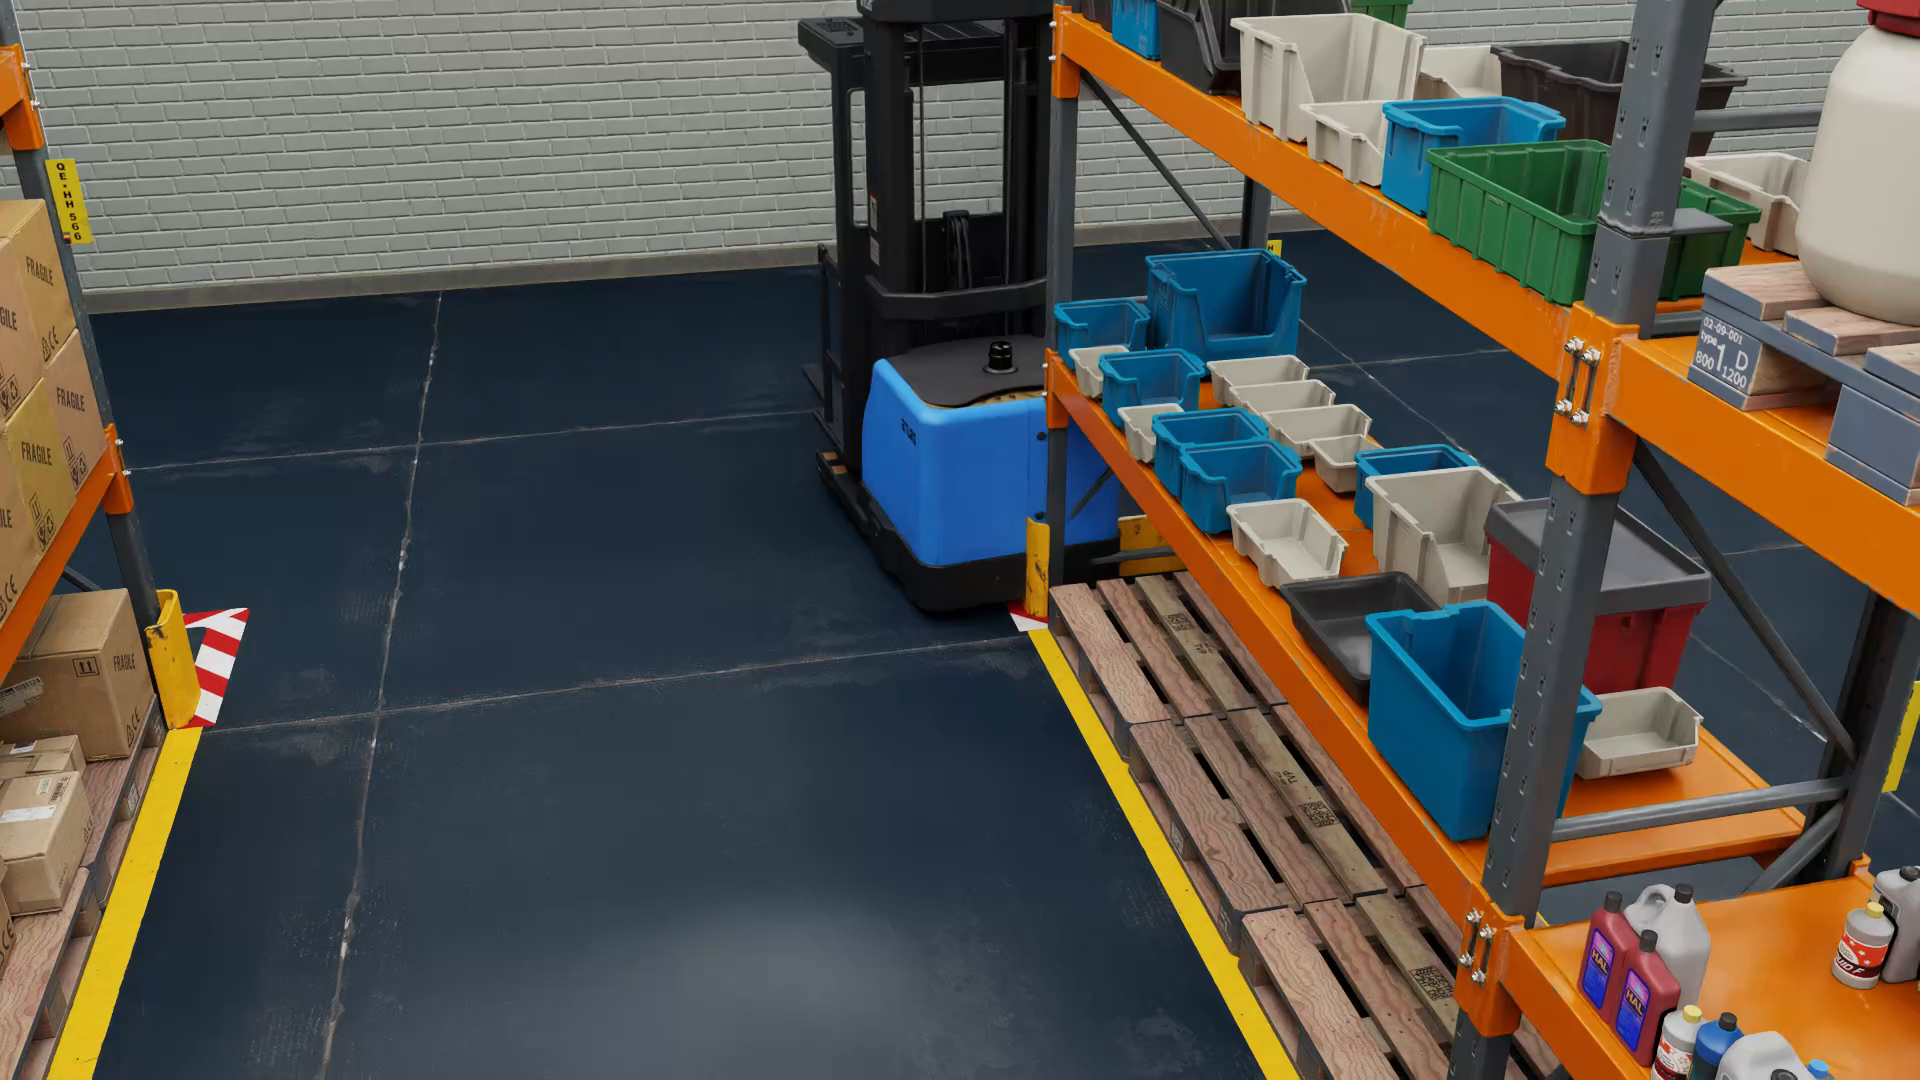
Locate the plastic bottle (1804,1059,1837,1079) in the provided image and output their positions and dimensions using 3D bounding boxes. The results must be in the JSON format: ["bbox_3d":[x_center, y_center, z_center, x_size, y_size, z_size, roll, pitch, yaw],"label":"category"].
[{"bbox_3d":[1.722,1.142,3.378,0.097,0.201,0.097,0,27,0],"label":"plastic bottle"}]

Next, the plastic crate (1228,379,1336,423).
[{"bbox_3d":[1.299,-0.525,6.687,0.396,0.136,0.243,-6,27,-12],"label":"plastic crate"}]

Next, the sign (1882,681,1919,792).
[{"bbox_3d":[2.326,0.493,4.136,0.100,0.325,0.005,-6,27,-12],"label":"sign"}]

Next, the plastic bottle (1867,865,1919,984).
[{"bbox_3d":[2.193,0.868,3.840,0.152,0.276,0.135,-6,27,-12],"label":"plastic bottle"}]

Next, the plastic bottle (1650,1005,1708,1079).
[{"bbox_3d":[1.530,1.072,3.517,0.097,0.201,0.097,0,27,0],"label":"plastic bottle"}]

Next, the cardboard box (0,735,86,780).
[{"bbox_3d":[-3.573,0.886,6.321,0.380,0.166,0.250,-6,27,-12],"label":"cardboard box"}]

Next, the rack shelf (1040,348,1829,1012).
[{"bbox_3d":[1.339,0.115,5.991,1.077,0.370,4.000,-6,27,-12],"label":"rack shelf"}]

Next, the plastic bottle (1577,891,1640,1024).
[{"bbox_3d":[1.456,0.928,3.711,0.061,0.283,0.133,-6,27,-12],"label":"plastic bottle"}]

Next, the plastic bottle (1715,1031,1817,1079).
[{"bbox_3d":[1.605,1.130,3.320,0.152,0.276,0.135,-6,27,-12],"label":"plastic bottle"}]

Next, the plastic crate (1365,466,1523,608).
[{"bbox_3d":[1.625,0.009,5.468,0.437,0.282,0.530,-6,27,-12],"label":"plastic crate"}]

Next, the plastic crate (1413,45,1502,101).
[{"bbox_3d":[1.595,-1.423,5.205,0.437,0.136,0.530,-6,27,-12],"label":"plastic crate"}]

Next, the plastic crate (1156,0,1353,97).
[{"bbox_3d":[0.964,-1.697,5.523,0.504,0.338,0.767,-6,27,-12],"label":"plastic crate"}]

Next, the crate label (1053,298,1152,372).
[{"bbox_3d":[0.623,-0.894,7.312,0.416,0.233,0.303,-6,27,-12],"label":"crate label"}]

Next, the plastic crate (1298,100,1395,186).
[{"bbox_3d":[1.132,-1.069,4.503,0.293,0.136,0.466,-6,27,-12],"label":"plastic crate"}]

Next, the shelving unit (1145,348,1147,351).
[{"bbox_3d":[1.235,-0.544,8.448,0.503,1.200,0.258,-15,26,-21],"label":"shelving unit"}]

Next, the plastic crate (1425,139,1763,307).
[{"bbox_3d":[1.399,-0.728,3.769,0.450,0.188,0.662,-6,27,-12],"label":"plastic crate"}]

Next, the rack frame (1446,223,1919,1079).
[{"bbox_3d":[1.789,0.672,4.090,1.000,3.000,0.127,-6,27,-12],"label":"rack frame"}]

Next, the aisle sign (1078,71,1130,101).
[{"bbox_3d":[0.582,-2.246,6.986,0.394,0.787,0.004,-6,27,-12],"label":"aisle sign"}]

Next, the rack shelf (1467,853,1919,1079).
[{"bbox_3d":[2.240,1.871,2.512,1.077,0.370,4.000,-6,27,-12],"label":"rack shelf"}]

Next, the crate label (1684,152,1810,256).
[{"bbox_3d":[1.961,-0.793,3.957,0.293,0.136,0.466,-6,27,-12],"label":"crate label"}]

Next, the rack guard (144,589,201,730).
[{"bbox_3d":[-3.922,0.567,7.072,1.175,0.500,0.348,-6,27,-12],"label":"rack guard"}]

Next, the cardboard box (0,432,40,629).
[{"bbox_3d":[-3.345,-0.011,5.332,0.500,0.500,0.500,-6,27,-11],"label":"cardboard box"}]

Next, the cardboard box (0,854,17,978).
[{"bbox_3d":[-3.466,1.267,5.193,0.797,0.503,0.637,-6,27,-12],"label":"cardboard box"}]

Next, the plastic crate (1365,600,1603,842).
[{"bbox_3d":[1.352,0.482,4.417,0.392,0.384,0.575,-6,27,-12],"label":"plastic crate"}]

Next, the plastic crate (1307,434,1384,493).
[{"bbox_3d":[1.471,-0.277,6.196,0.298,0.136,0.250,-6,27,-12],"label":"plastic crate"}]

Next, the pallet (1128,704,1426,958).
[{"bbox_3d":[1.307,1.061,6.413,1.003,0.211,1.213,-6,27,-12],"label":"pallet"}]

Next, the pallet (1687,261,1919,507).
[{"bbox_3d":[2.061,-0.249,2.794,1.213,0.211,1.003,-6,27,-12],"label":"pallet"}]

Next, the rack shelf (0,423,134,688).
[{"bbox_3d":[-3.488,0.617,4.998,1.077,0.370,4.000,-6,27,-12],"label":"rack shelf"}]

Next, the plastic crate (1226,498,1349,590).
[{"bbox_3d":[1.104,0.029,5.590,0.293,0.136,0.466,-6,27,-12],"label":"plastic crate"}]

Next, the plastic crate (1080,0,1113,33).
[{"bbox_3d":[0.703,-2.167,6.531,0.497,0.269,0.590,-6,27,-12],"label":"plastic crate"}]

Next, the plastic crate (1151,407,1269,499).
[{"bbox_3d":[0.919,-0.316,6.167,0.416,0.233,0.300,-6,27,-12],"label":"plastic crate"}]

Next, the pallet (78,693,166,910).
[{"bbox_3d":[-3.741,1.046,6.444,1.003,0.211,1.213,-6,27,-12],"label":"pallet"}]

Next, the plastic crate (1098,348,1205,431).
[{"bbox_3d":[0.771,-0.605,6.739,0.416,0.233,0.300,-6,27,-12],"label":"plastic crate"}]

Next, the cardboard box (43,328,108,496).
[{"bbox_3d":[-3.573,-0.458,6.218,0.500,0.500,0.500,-5,27,-10],"label":"cardboard box"}]

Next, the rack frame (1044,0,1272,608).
[{"bbox_3d":[0.888,-1.084,7.569,1.000,3.000,0.127,-6,27,-12],"label":"rack frame"}]

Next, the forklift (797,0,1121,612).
[{"bbox_3d":[-0.174,-1.611,8.689,1.130,2.935,3.031,-9,28,-17],"label":"forklift"}]

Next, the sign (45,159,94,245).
[{"bbox_3d":[-3.394,-1.288,6.337,0.100,0.325,0.005,-6,27,-12],"label":"sign"}]

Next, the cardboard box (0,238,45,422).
[{"bbox_3d":[-3.456,-0.684,5.556,0.500,0.500,0.500,-5,27,-10],"label":"cardboard box"}]
